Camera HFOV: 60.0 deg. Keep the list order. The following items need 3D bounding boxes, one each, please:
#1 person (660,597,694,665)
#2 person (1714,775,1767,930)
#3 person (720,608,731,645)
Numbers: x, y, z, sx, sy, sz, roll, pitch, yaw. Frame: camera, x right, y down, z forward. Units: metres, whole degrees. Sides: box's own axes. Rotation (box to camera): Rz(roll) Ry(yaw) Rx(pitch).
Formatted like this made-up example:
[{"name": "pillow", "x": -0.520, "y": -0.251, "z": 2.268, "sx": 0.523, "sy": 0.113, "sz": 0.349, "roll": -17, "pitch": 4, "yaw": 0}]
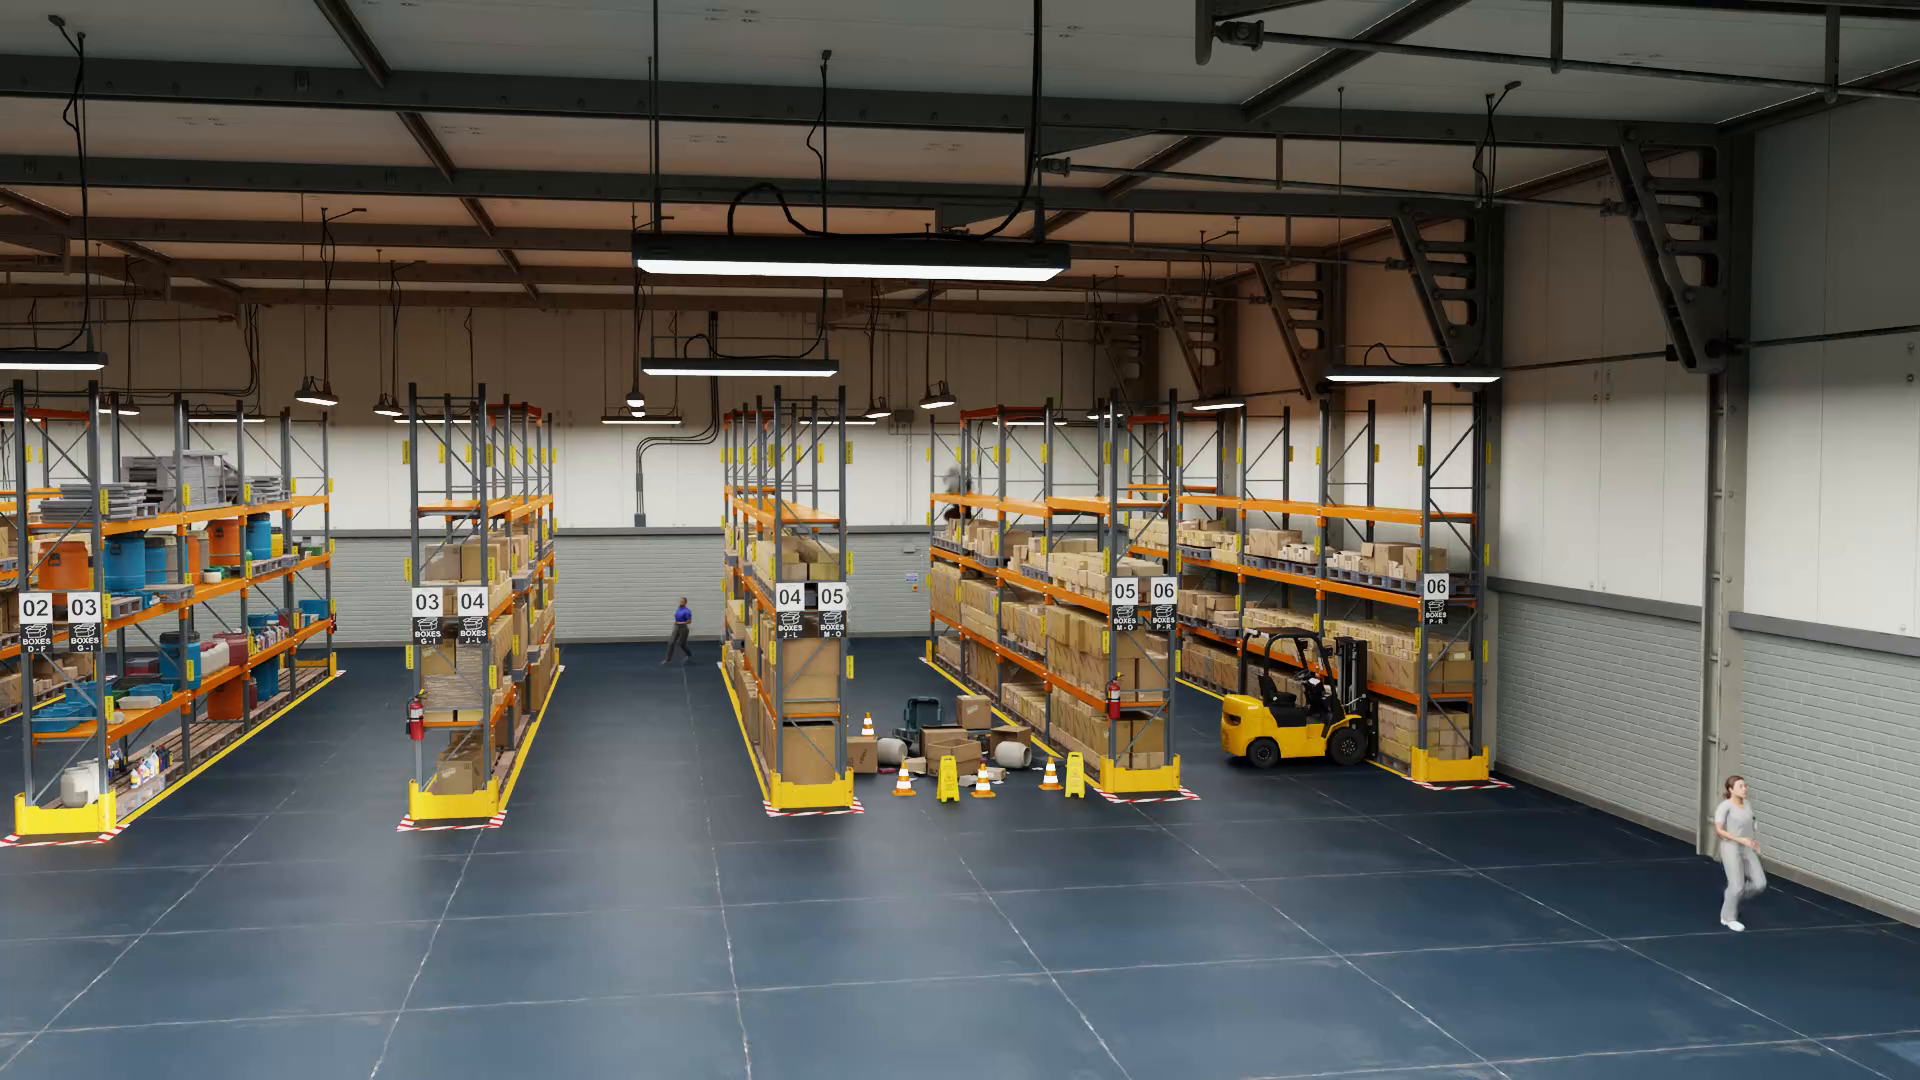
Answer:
[{"name": "person", "x": -6.650, "y": 2.167, "z": 39.803, "sx": 0.653, "sy": 1.623, "sz": 0.901, "roll": 2, "pitch": 4, "yaw": 35}, {"name": "person", "x": 8.229, "y": 3.298, "z": 17.533, "sx": 0.558, "sy": 1.631, "sz": 0.555, "roll": -1, "pitch": 3, "yaw": -17}, {"name": "person", "x": -5.613, "y": 2.171, "z": 40.818, "sx": 0.577, "sy": 1.562, "sz": 0.522, "roll": 3, "pitch": 4, "yaw": 44}]
